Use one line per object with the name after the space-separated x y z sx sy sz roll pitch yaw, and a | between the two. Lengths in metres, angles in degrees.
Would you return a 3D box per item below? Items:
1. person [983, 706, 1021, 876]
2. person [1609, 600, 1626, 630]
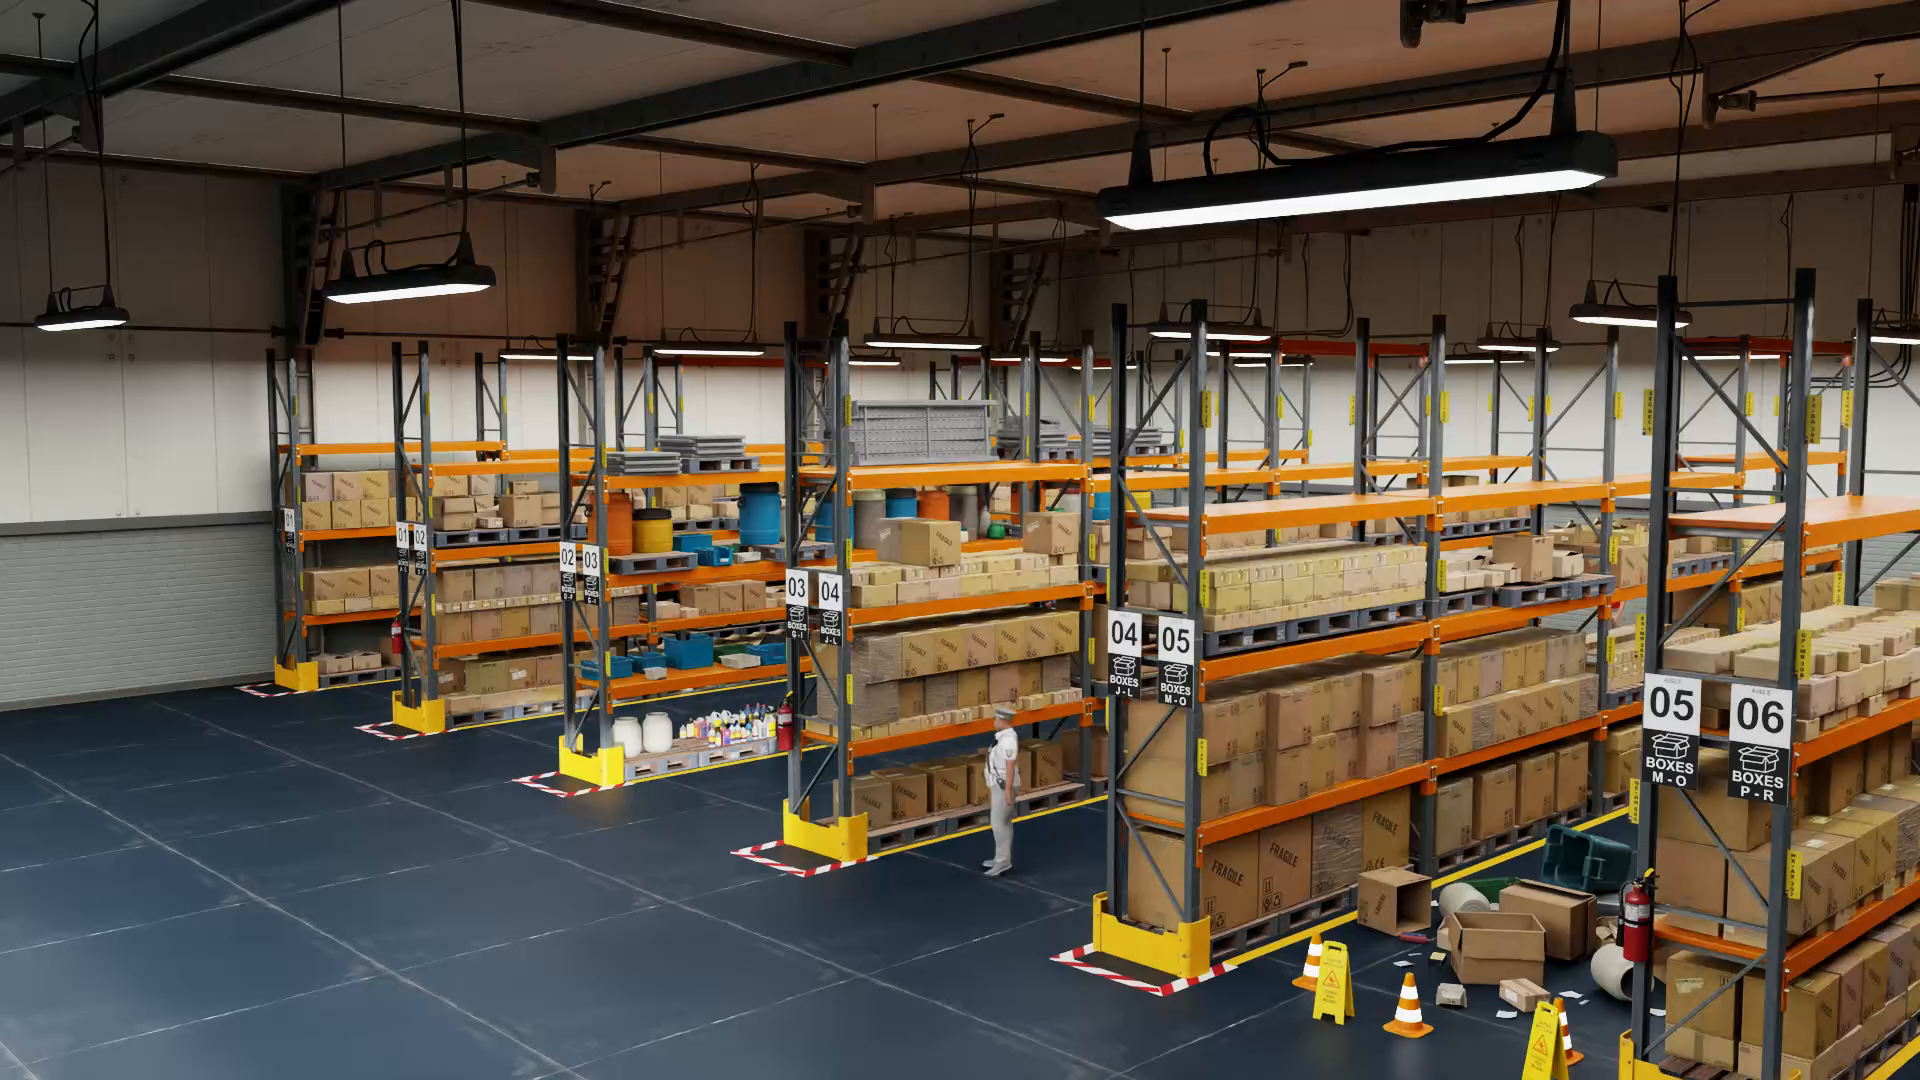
0.458 2.729 18.185 0.412 1.809 0.632 0 5 -1 | person
12.950 1.480 32.733 1.003 1.690 0.582 2 5 17 | person
